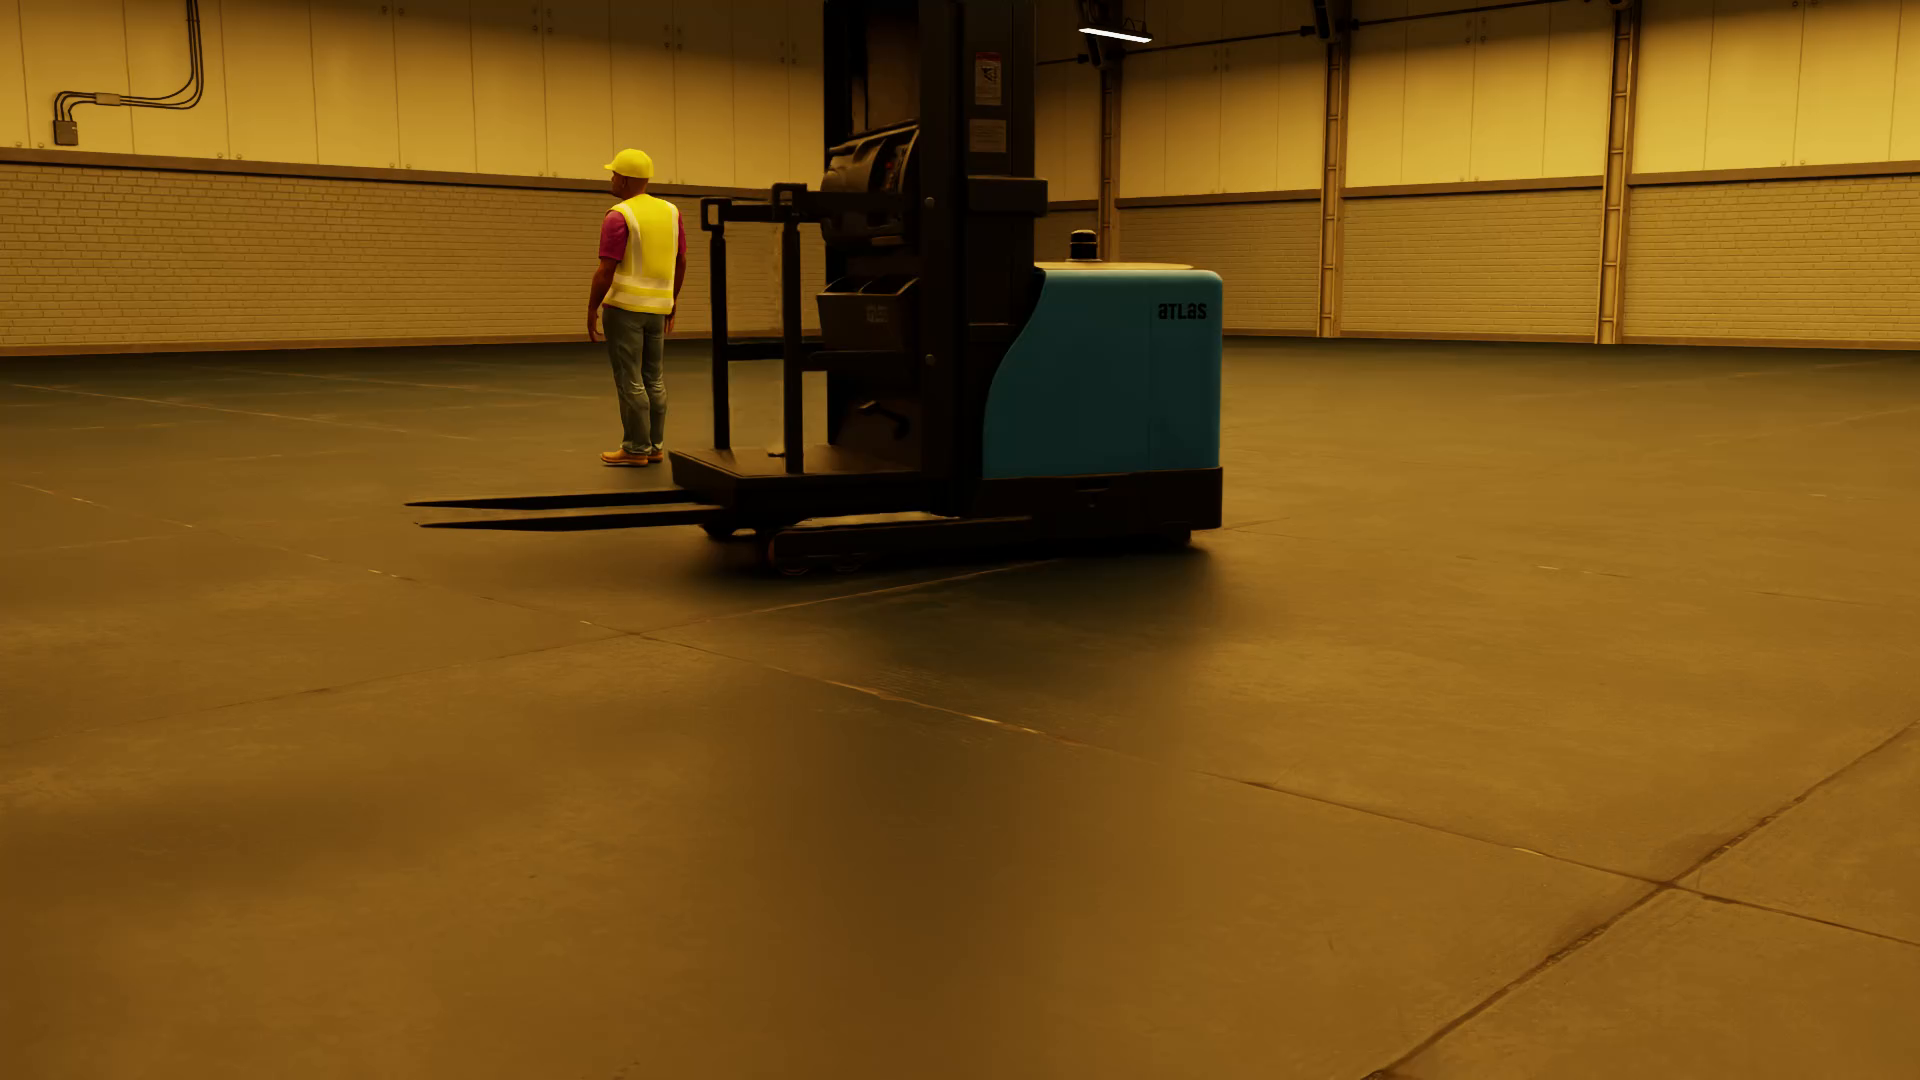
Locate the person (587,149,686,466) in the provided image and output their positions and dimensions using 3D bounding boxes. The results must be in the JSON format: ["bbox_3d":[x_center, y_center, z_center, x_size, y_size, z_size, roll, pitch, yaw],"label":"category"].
[{"bbox_3d":[-1.890,-1.311,9.442,0.578,1.765,0.666,6,10,35],"label":"person"}]

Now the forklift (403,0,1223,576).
[{"bbox_3d":[-0.532,-1.410,6.238,3.031,2.935,1.130,-4,9,-23],"label":"forklift"}]
